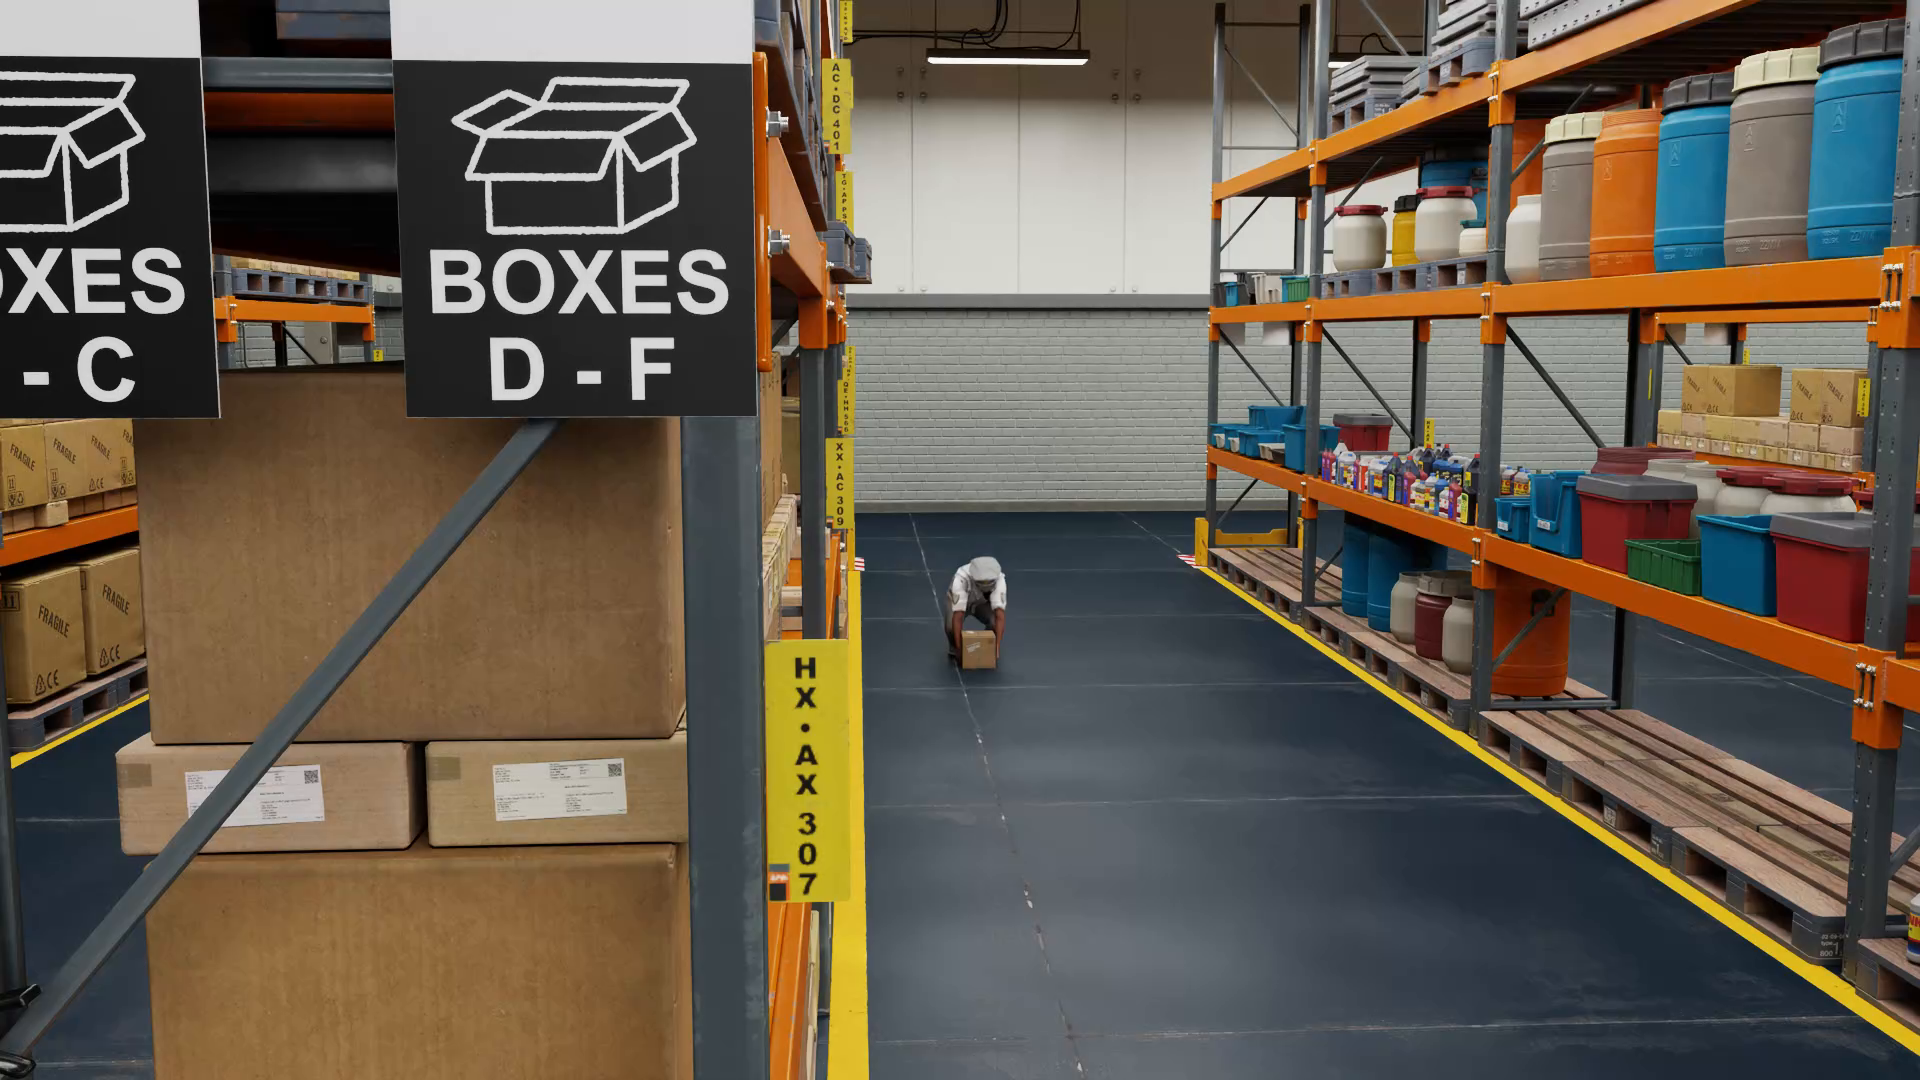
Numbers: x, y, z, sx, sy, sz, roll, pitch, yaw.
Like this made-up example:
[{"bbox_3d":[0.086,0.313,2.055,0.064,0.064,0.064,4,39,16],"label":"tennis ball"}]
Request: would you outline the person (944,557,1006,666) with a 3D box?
[{"bbox_3d":[0.113,0.517,13.007,0.479,0.846,0.869,0,7,-3],"label":"person"}]
